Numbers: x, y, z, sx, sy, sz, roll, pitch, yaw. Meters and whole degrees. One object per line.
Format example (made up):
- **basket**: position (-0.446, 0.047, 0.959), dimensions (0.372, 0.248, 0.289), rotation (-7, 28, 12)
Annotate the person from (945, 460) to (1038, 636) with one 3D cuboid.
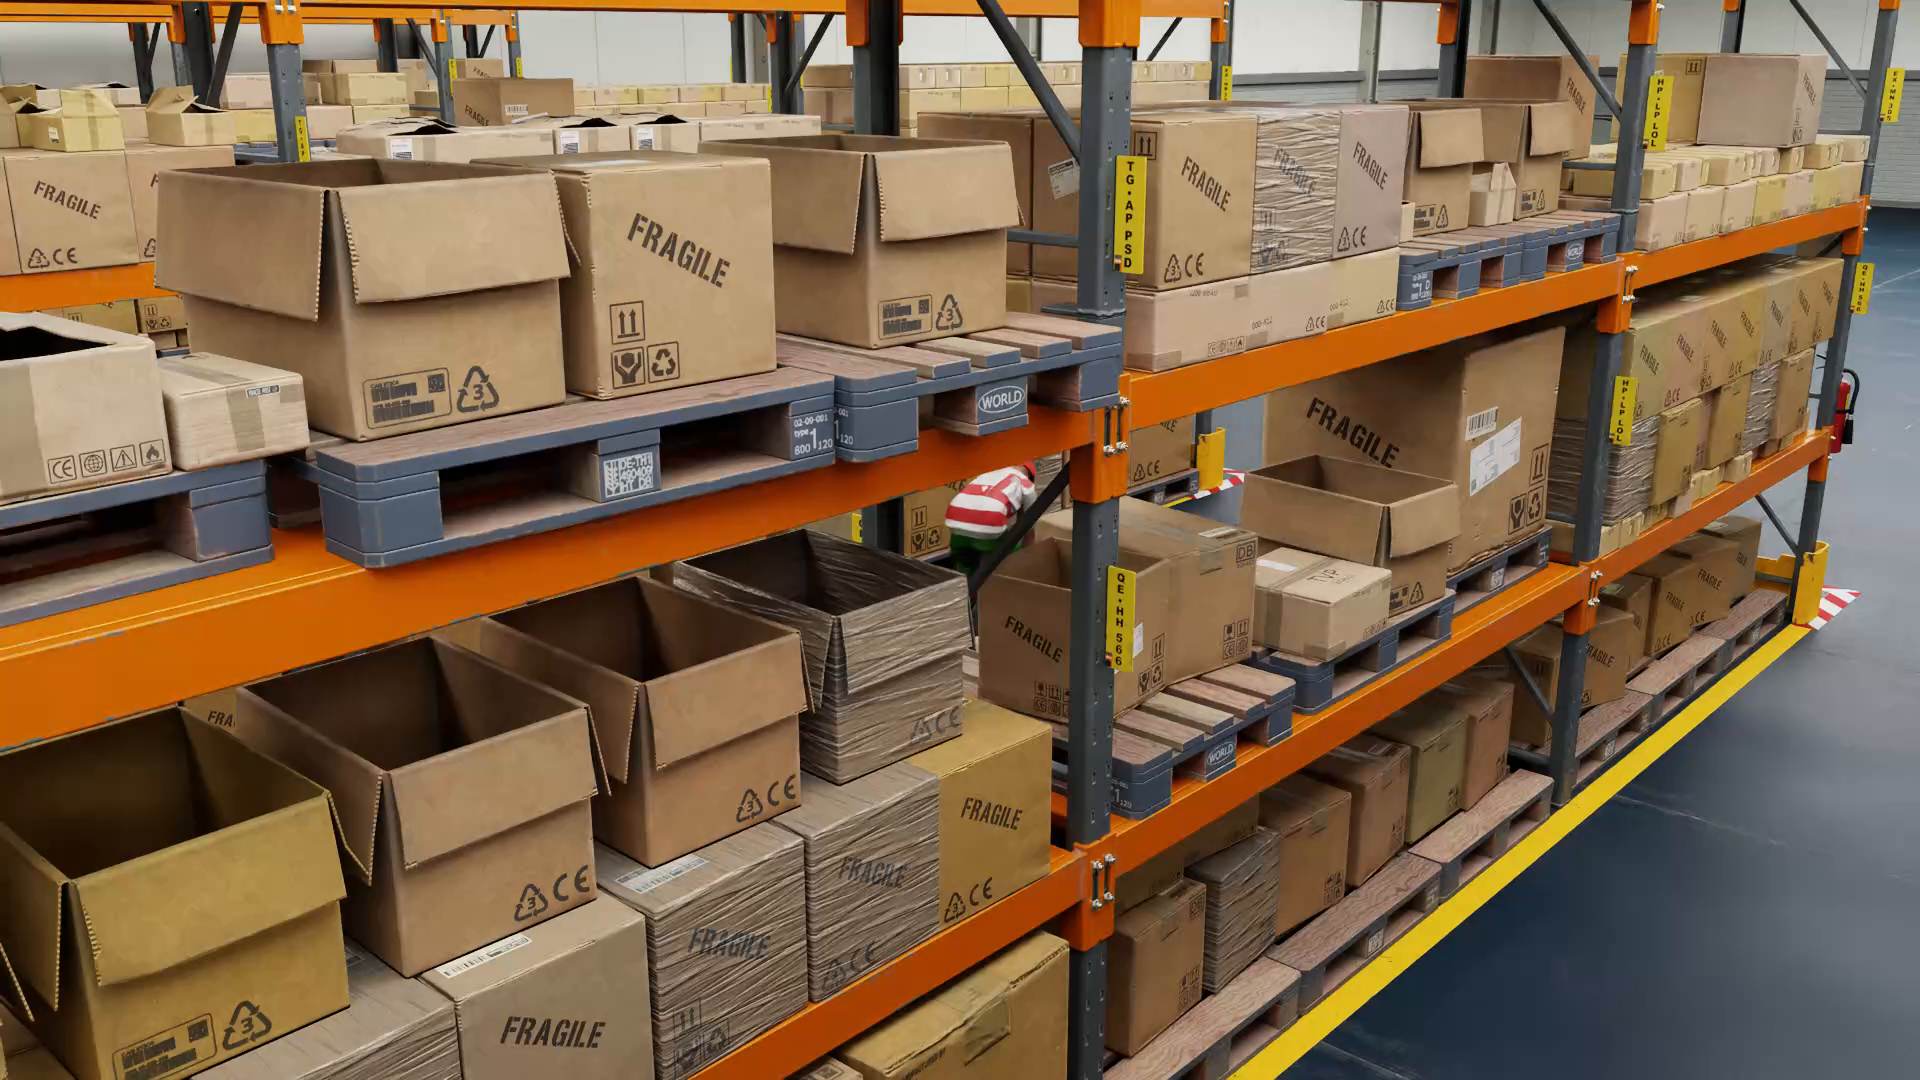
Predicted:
- **person**: position (0.253, 0.065, 10.917), dimensions (0.499, 1.132, 0.951), rotation (8, 19, 26)
